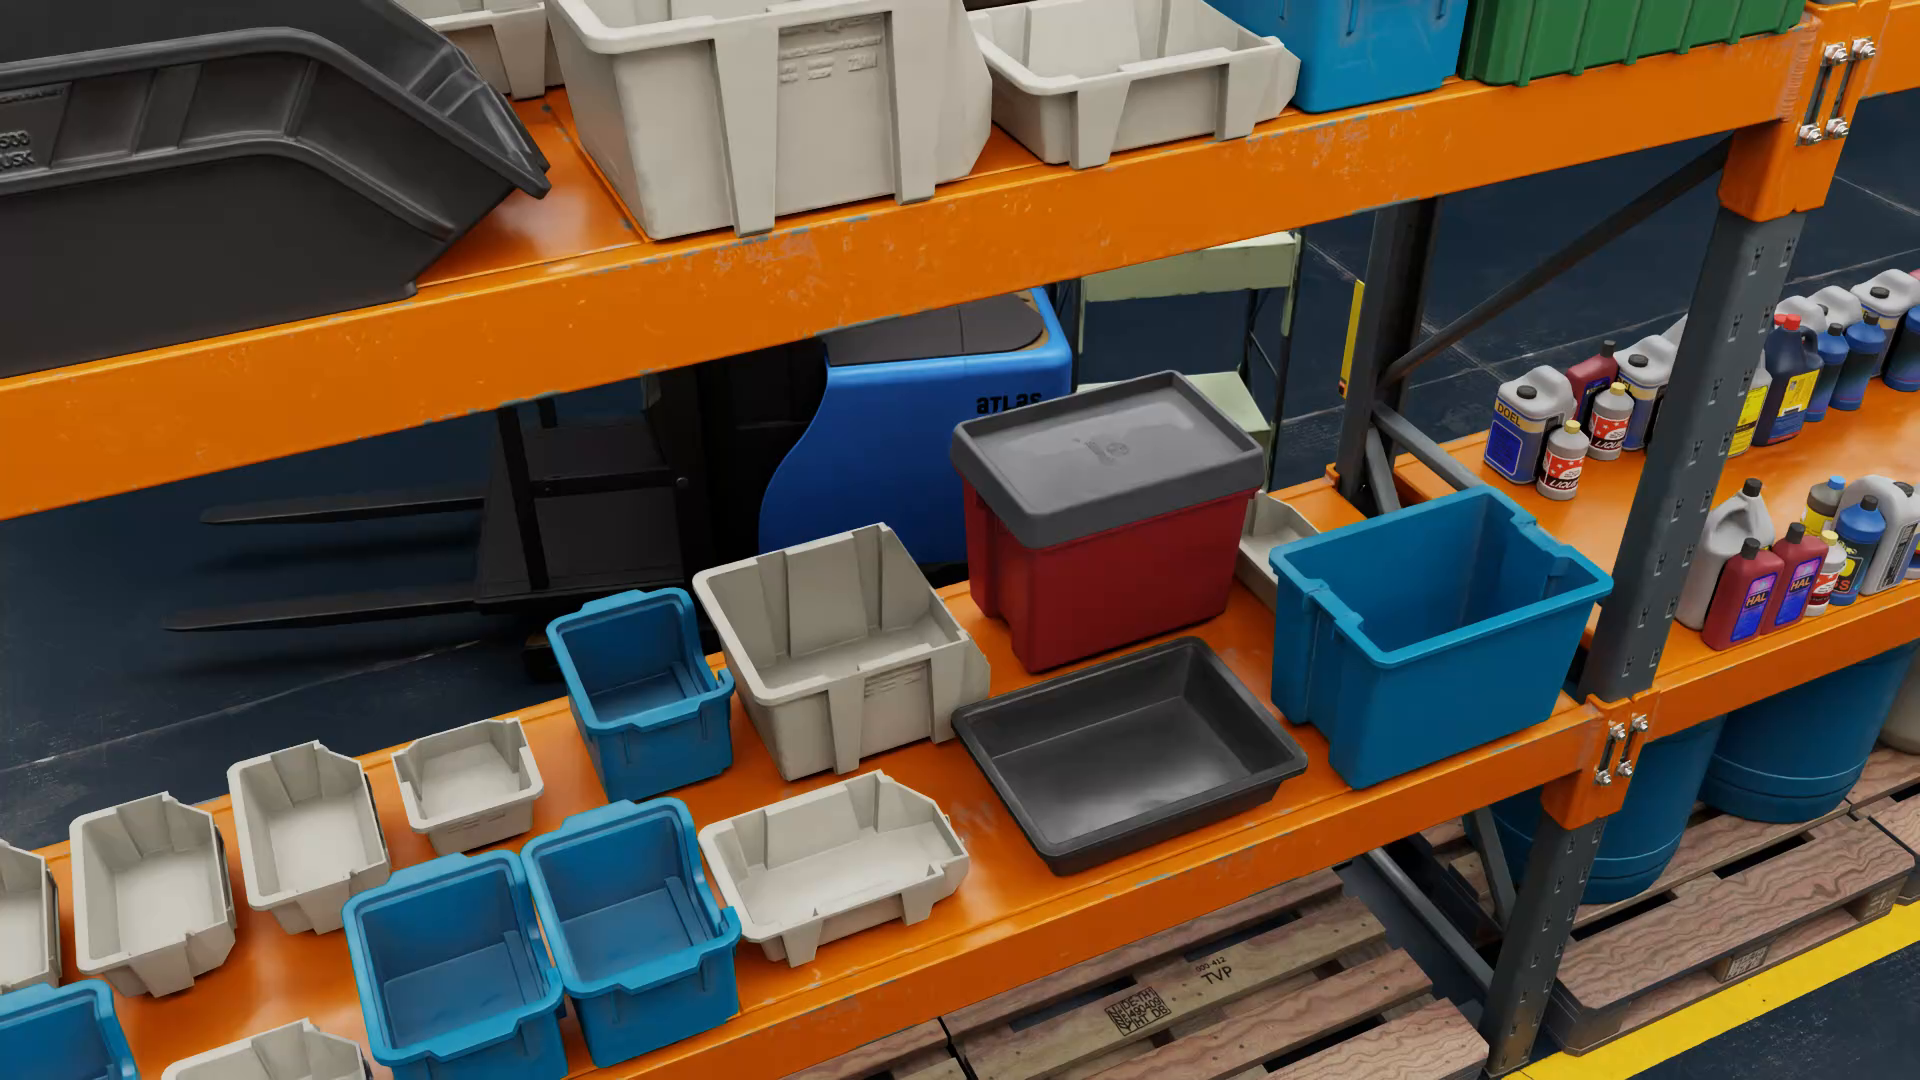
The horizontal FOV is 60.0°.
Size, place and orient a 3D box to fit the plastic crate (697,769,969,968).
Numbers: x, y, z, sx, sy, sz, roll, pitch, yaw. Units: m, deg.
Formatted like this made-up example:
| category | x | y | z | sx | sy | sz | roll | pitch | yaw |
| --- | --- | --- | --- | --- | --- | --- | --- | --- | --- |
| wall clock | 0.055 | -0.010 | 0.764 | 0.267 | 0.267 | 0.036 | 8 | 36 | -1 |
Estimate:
| category | x | y | z | sx | sy | sz | roll | pitch | yaw |
| --- | --- | --- | --- | --- | --- | --- | --- | --- | --- |
| plastic crate | -0.219 | 0.609 | 3.082 | 0.466 | 0.136 | 0.293 | -16 | 39 | -20 |

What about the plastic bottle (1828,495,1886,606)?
| category | x | y | z | sx | sy | sz | roll | pitch | yaw |
| --- | --- | --- | --- | --- | --- | --- | --- | --- | --- |
| plastic bottle | 2.048 | 0.016 | 3.818 | 0.097 | 0.271 | 0.097 | 0 | 37 | 0 |

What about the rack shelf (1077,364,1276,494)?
| category | x | y | z | sx | sy | sz | roll | pitch | yaw |
| --- | --- | --- | --- | --- | --- | --- | --- | --- | --- |
| rack shelf | 0.711 | -0.341 | 5.999 | 0.720 | 0.370 | 0.431 | -6 | 37 | -8 |

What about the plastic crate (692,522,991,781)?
| category | x | y | z | sx | sy | sz | roll | pitch | yaw |
| --- | --- | --- | --- | --- | --- | --- | --- | --- | --- |
| plastic crate | -0.231 | 0.235 | 3.464 | 0.530 | 0.282 | 0.437 | -16 | 39 | -20 |

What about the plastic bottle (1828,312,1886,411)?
| category | x | y | z | sx | sy | sz | roll | pitch | yaw |
| --- | --- | --- | --- | --- | --- | --- | --- | --- | --- |
| plastic bottle | 2.428 | -0.489 | 4.500 | 0.097 | 0.271 | 0.097 | 0 | 37 | 0 |

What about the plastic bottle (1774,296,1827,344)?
| category | x | y | z | sx | sy | sz | roll | pitch | yaw |
| --- | --- | --- | --- | --- | --- | --- | --- | --- | --- |
| plastic bottle | 2.236 | -0.520 | 4.537 | 0.135 | 0.276 | 0.152 | -16 | 39 | -20 |

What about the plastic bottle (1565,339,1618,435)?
| category | x | y | z | sx | sy | sz | roll | pitch | yaw |
| --- | --- | --- | --- | --- | --- | --- | --- | --- | --- |
| plastic bottle | 1.639 | -0.386 | 4.350 | 0.133 | 0.283 | 0.061 | -16 | 39 | -20 |

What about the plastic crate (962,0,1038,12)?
| category | x | y | z | sx | sy | sz | roll | pitch | yaw |
| --- | --- | --- | --- | --- | --- | --- | --- | --- | --- |
| plastic crate | -0.012 | -1.061 | 2.754 | 0.590 | 0.269 | 0.497 | -16 | 39 | -20 |

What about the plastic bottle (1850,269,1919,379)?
| category | x | y | z | sx | sy | sz | roll | pitch | yaw |
| --- | --- | --- | --- | --- | --- | --- | --- | --- | --- |
| plastic bottle | 2.568 | -0.613 | 4.662 | 0.135 | 0.276 | 0.152 | -16 | 39 | -20 |

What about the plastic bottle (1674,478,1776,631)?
| category | x | y | z | sx | sy | sz | roll | pitch | yaw |
| --- | --- | --- | --- | --- | --- | --- | --- | --- | --- |
| plastic bottle | 1.722 | 0.020 | 3.747 | 0.185 | 0.351 | 0.144 | -16 | 39 | -20 |

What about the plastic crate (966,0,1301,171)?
| category | x | y | z | sx | sy | sz | roll | pitch | yaw |
| --- | --- | --- | --- | --- | --- | --- | --- | --- | --- |
| plastic crate | 0.240 | -0.647 | 2.308 | 0.466 | 0.136 | 0.293 | -16 | 39 | -20 |

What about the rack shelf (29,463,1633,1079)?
| category | x | y | z | sx | sy | sz | roll | pitch | yaw |
| --- | --- | --- | --- | --- | --- | --- | --- | --- | --- |
| rack shelf | -0.581 | 0.720 | 3.366 | 4.000 | 0.370 | 1.077 | -16 | 39 | -20 |

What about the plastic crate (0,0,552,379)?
| category | x | y | z | sx | sy | sz | roll | pitch | yaw |
| --- | --- | --- | --- | --- | --- | --- | --- | --- | --- |
| plastic crate | -0.892 | -0.481 | 1.915 | 0.767 | 0.338 | 0.504 | -16 | 39 | -20 |

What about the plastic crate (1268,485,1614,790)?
| category | x | y | z | sx | sy | sz | roll | pitch | yaw |
| --- | --- | --- | --- | --- | --- | --- | --- | --- | --- |
| plastic crate | 0.952 | 0.209 | 3.413 | 0.575 | 0.384 | 0.392 | -16 | 39 | -20 |

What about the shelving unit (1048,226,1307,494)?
| category | x | y | z | sx | sy | sz | roll | pitch | yaw |
| --- | --- | --- | --- | --- | --- | --- | --- | --- | --- |
| shelving unit | 0.711 | -0.603 | 5.804 | 0.755 | 1.500 | 0.431 | -6 | 37 | -8 |

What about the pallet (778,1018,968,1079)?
| category | x | y | z | sx | sy | sz | roll | pitch | yaw |
| --- | --- | --- | --- | --- | --- | --- | --- | --- | --- |
| pallet | -0.526 | 1.563 | 3.966 | 1.213 | 0.211 | 1.003 | -16 | 39 | -20 |

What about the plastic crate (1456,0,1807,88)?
| category | x | y | z | sx | sy | sz | roll | pitch | yaw |
| --- | --- | --- | --- | --- | --- | --- | --- | --- | --- |
| plastic crate | 0.974 | -0.925 | 2.639 | 0.662 | 0.188 | 0.450 | -16 | 39 | -20 |

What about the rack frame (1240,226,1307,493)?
| category | x | y | z | sx | sy | sz | roll | pitch | yaw |
| --- | --- | --- | --- | --- | --- | --- | --- | --- | --- |
| rack frame | 1.072 | -0.639 | 5.852 | 0.023 | 1.500 | 0.400 | -6 | 37 | -8 |

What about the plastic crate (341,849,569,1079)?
| category | x | y | z | sx | sy | sz | roll | pitch | yaw |
| --- | --- | --- | --- | --- | --- | --- | --- | --- | --- |
| plastic crate | -0.836 | 0.762 | 2.795 | 0.300 | 0.233 | 0.416 | -16 | 39 | -20 |

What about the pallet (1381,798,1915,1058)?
| category | x | y | z | sx | sy | sz | roll | pitch | yaw |
| --- | --- | --- | --- | --- | --- | --- | --- | --- | --- |
| pallet | 1.945 | 0.872 | 4.897 | 1.213 | 0.211 | 1.003 | -16 | 39 | -20 |

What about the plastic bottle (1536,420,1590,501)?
| category | x | y | z | sx | sy | sz | roll | pitch | yaw |
| --- | --- | --- | --- | --- | --- | --- | --- | --- | --- |
| plastic bottle | 1.519 | -0.207 | 4.178 | 0.097 | 0.201 | 0.097 | 0 | 37 | 0 |

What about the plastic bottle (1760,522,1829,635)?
| category | x | y | z | sx | sy | sz | roll | pitch | yaw |
| --- | --- | --- | --- | --- | --- | --- | --- | --- | --- |
| plastic bottle | 1.863 | 0.075 | 3.729 | 0.133 | 0.283 | 0.061 | -16 | 39 | -20 |

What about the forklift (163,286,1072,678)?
| category | x | y | z | sx | sy | sz | roll | pitch | yaw |
| --- | --- | --- | --- | --- | --- | --- | --- | --- | --- |
| forklift | -1.192 | -1.050 | 5.205 | 3.031 | 2.935 | 1.130 | -6 | 37 | -8 |

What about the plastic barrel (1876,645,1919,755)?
| category | x | y | z | sx | sy | sz | roll | pitch | yaw |
| --- | --- | --- | --- | --- | --- | --- | --- | --- | --- |
| plastic barrel | 2.919 | 0.353 | 4.992 | 0.421 | 0.512 | 0.421 | 0 | 37 | 0 |

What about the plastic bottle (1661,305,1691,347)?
| category | x | y | z | sx | sy | sz | roll | pitch | yaw |
| --- | --- | --- | --- | --- | --- | --- | --- | --- | --- |
| plastic bottle | 1.922 | -0.465 | 4.400 | 0.185 | 0.351 | 0.144 | -16 | 39 | -20 |

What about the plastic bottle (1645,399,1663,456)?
| category | x | y | z | sx | sy | sz | roll | pitch | yaw |
| --- | --- | --- | --- | --- | --- | --- | --- | --- | --- |
| plastic bottle | 1.849 | -0.300 | 4.303 | 0.097 | 0.201 | 0.097 | 0 | 37 | 0 |

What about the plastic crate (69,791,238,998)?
| category | x | y | z | sx | sy | sz | roll | pitch | yaw |
| --- | --- | --- | --- | --- | --- | --- | --- | --- | --- |
| plastic crate | -1.462 | 0.649 | 3.028 | 0.243 | 0.136 | 0.396 | -16 | 39 | -20 |

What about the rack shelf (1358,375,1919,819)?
| category | x | y | z | sx | sy | sz | roll | pitch | yaw |
| --- | --- | --- | --- | --- | --- | --- | --- | --- | --- |
| rack shelf | 3.040 | -0.293 | 4.731 | 4.000 | 0.370 | 1.077 | -16 | 39 | -20 |

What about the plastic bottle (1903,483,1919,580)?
| category | x | y | z | sx | sy | sz | roll | pitch | yaw |
| --- | --- | --- | --- | --- | --- | --- | --- | --- | --- |
| plastic bottle | 2.258 | -0.043 | 3.898 | 0.097 | 0.271 | 0.097 | 0 | 37 | 0 |

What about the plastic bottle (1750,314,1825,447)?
| category | x | y | z | sx | sy | sz | roll | pitch | yaw |
| --- | --- | --- | --- | --- | --- | --- | --- | --- | --- |
| plastic bottle | 2.151 | -0.434 | 4.358 | 0.185 | 0.351 | 0.144 | -16 | 39 | -20 |

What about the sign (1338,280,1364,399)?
| category | x | y | z | sx | sy | sz | roll | pitch | yaw |
| --- | --- | --- | --- | --- | --- | --- | --- | --- | --- |
| sign | 0.997 | -0.484 | 4.152 | 0.005 | 0.325 | 0.100 | -16 | 39 | -20 |

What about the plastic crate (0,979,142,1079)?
| category | x | y | z | sx | sy | sz | roll | pitch | yaw |
| --- | --- | --- | --- | --- | --- | --- | --- | --- | --- |
| plastic crate | -1.432 | 0.929 | 2.570 | 0.300 | 0.233 | 0.416 | -16 | 39 | -20 |

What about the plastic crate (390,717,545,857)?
| category | x | y | z | sx | sy | sz | roll | pitch | yaw |
| --- | --- | --- | --- | --- | --- | --- | --- | --- | --- |
| plastic crate | -0.960 | 0.481 | 3.255 | 0.250 | 0.136 | 0.298 | -16 | 39 | -20 |

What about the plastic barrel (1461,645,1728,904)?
| category | x | y | z | sx | sy | sz | roll | pitch | yaw |
| --- | --- | --- | --- | --- | --- | --- | --- | --- | --- |
| plastic barrel | 1.729 | 0.470 | 4.507 | 0.708 | 0.901 | 0.600 | -16 | 39 | -20 |

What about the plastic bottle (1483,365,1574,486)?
| category | x | y | z | sx | sy | sz | roll | pitch | yaw |
| --- | --- | --- | --- | --- | --- | --- | --- | --- | --- |
| plastic bottle | 1.449 | -0.300 | 4.240 | 0.135 | 0.276 | 0.152 | -16 | 39 | -20 |
